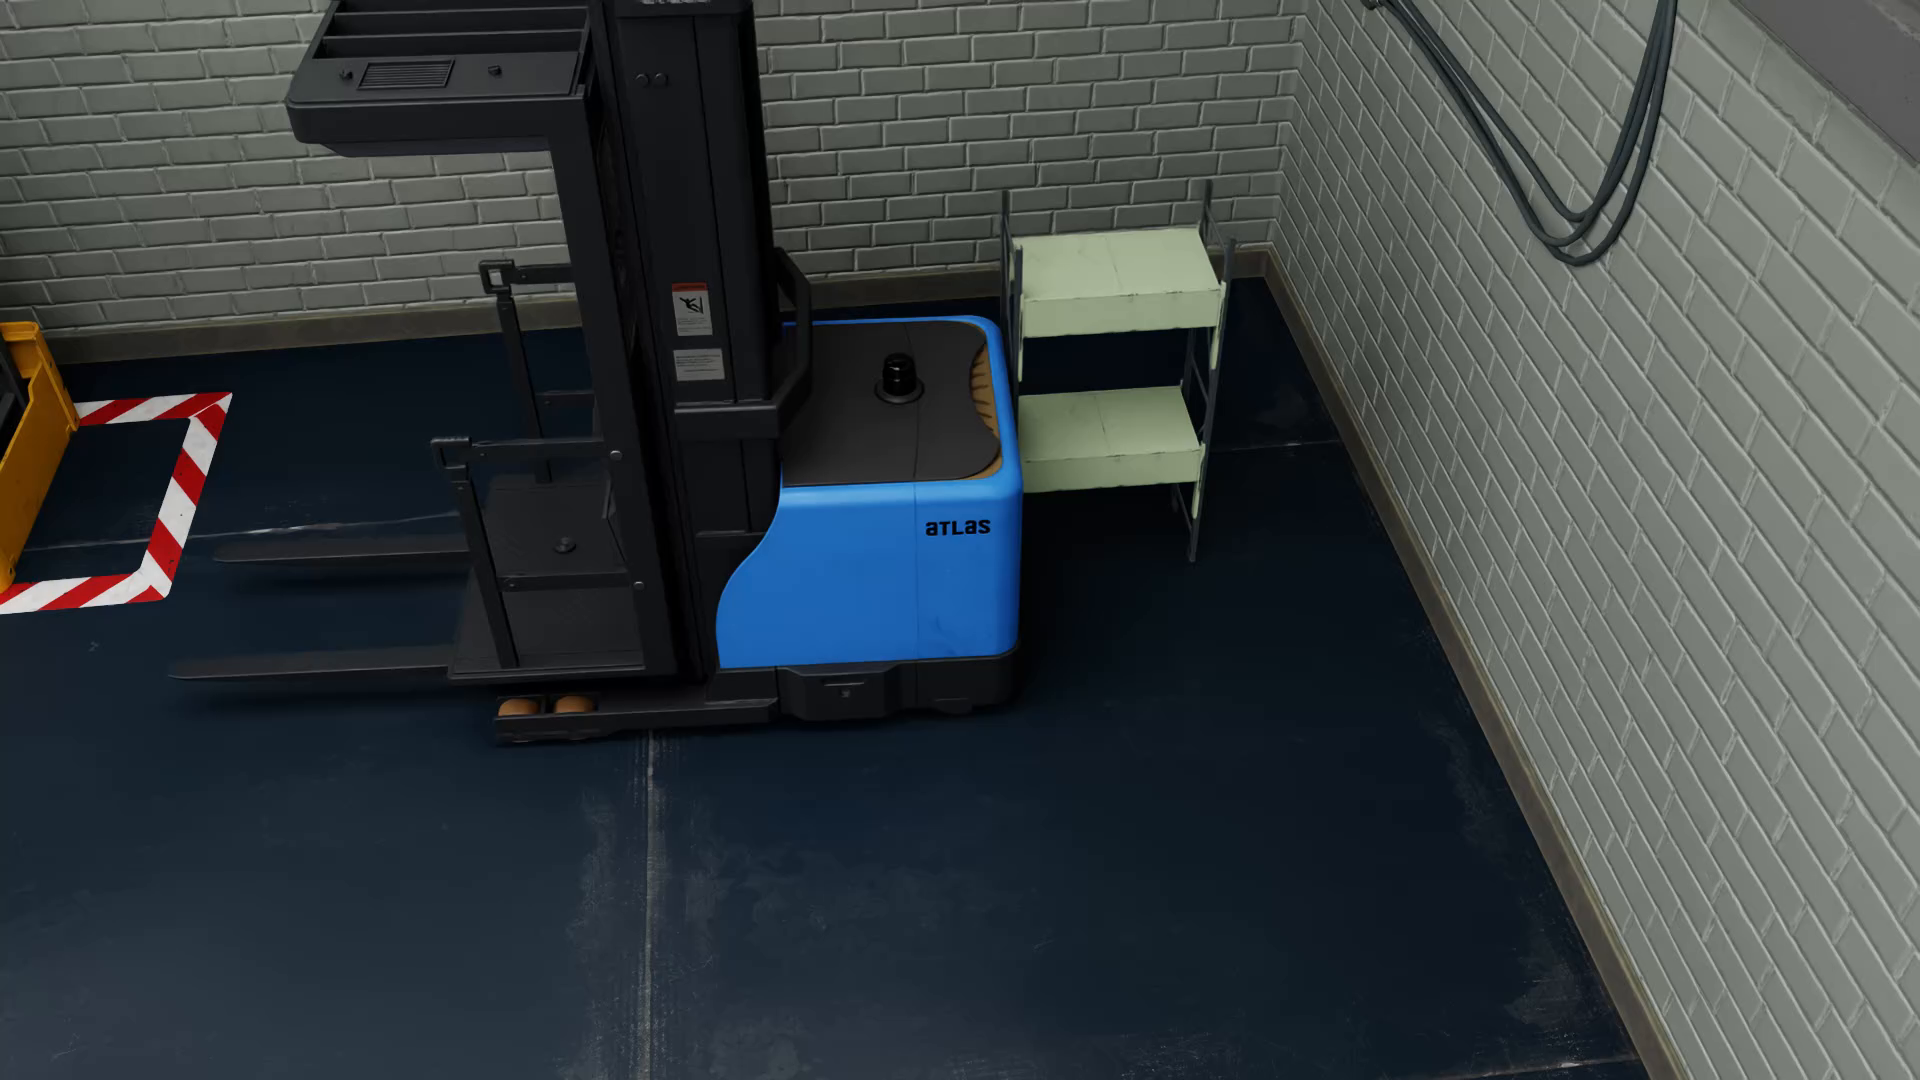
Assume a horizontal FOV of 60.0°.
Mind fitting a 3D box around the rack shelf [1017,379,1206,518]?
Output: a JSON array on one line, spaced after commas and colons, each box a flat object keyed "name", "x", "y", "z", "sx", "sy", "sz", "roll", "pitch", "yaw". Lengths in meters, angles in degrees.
[{"name": "rack shelf", "x": 0.544, "y": -0.333, "z": 6.487, "sx": 0.720, "sy": 0.370, "sz": 0.431, "roll": -4, "pitch": 42, "yaw": -4}]

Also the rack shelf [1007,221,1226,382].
[{"name": "rack shelf", "x": 0.544, "y": -0.865, "z": 6.007, "sx": 0.720, "sy": 0.370, "sz": 0.431, "roll": -4, "pitch": 42, "yaw": -4}]

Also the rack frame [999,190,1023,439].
[{"name": "rack frame", "x": 0.180, "y": -0.550, "z": 6.240, "sx": 0.023, "sy": 1.500, "sz": 0.400, "roll": -4, "pitch": 42, "yaw": -4}]

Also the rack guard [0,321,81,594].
[{"name": "rack guard", "x": -3.977, "y": -0.341, "z": 6.755, "sx": 0.348, "sy": 0.500, "sz": 1.175, "roll": -5, "pitch": 42, "yaw": -6}]

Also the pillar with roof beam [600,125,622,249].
[{"name": "pillar with roof beam", "x": -0.878, "y": -1.445, "z": 1.633, "sx": 0.400, "sy": 9.000, "sz": 9.100, "roll": -5, "pitch": 42, "yaw": -6}]

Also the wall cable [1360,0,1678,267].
[{"name": "wall cable", "x": 1.653, "y": -2.596, "z": 5.228, "sx": 0.112, "sy": 2.526, "sz": 3.097, "roll": -5, "pitch": 42, "yaw": -6}]

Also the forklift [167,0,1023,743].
[{"name": "forklift", "x": -1.320, "y": -0.732, "z": 5.373, "sx": 3.031, "sy": 2.935, "sz": 1.130, "roll": -3, "pitch": 42, "yaw": -3}]

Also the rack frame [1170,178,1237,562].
[{"name": "rack frame", "x": 0.908, "y": -0.601, "z": 6.297, "sx": 0.023, "sy": 1.500, "sz": 0.400, "roll": -4, "pitch": 42, "yaw": -4}]

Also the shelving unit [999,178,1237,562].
[{"name": "shelving unit", "x": 0.544, "y": -0.576, "z": 6.268, "sx": 0.755, "sy": 1.500, "sz": 0.431, "roll": -4, "pitch": 42, "yaw": -4}]

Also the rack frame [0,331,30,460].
[{"name": "rack frame", "x": -4.001, "y": -1.267, "z": 5.915, "sx": 0.127, "sy": 3.000, "sz": 1.000, "roll": -5, "pitch": 42, "yaw": -6}]
